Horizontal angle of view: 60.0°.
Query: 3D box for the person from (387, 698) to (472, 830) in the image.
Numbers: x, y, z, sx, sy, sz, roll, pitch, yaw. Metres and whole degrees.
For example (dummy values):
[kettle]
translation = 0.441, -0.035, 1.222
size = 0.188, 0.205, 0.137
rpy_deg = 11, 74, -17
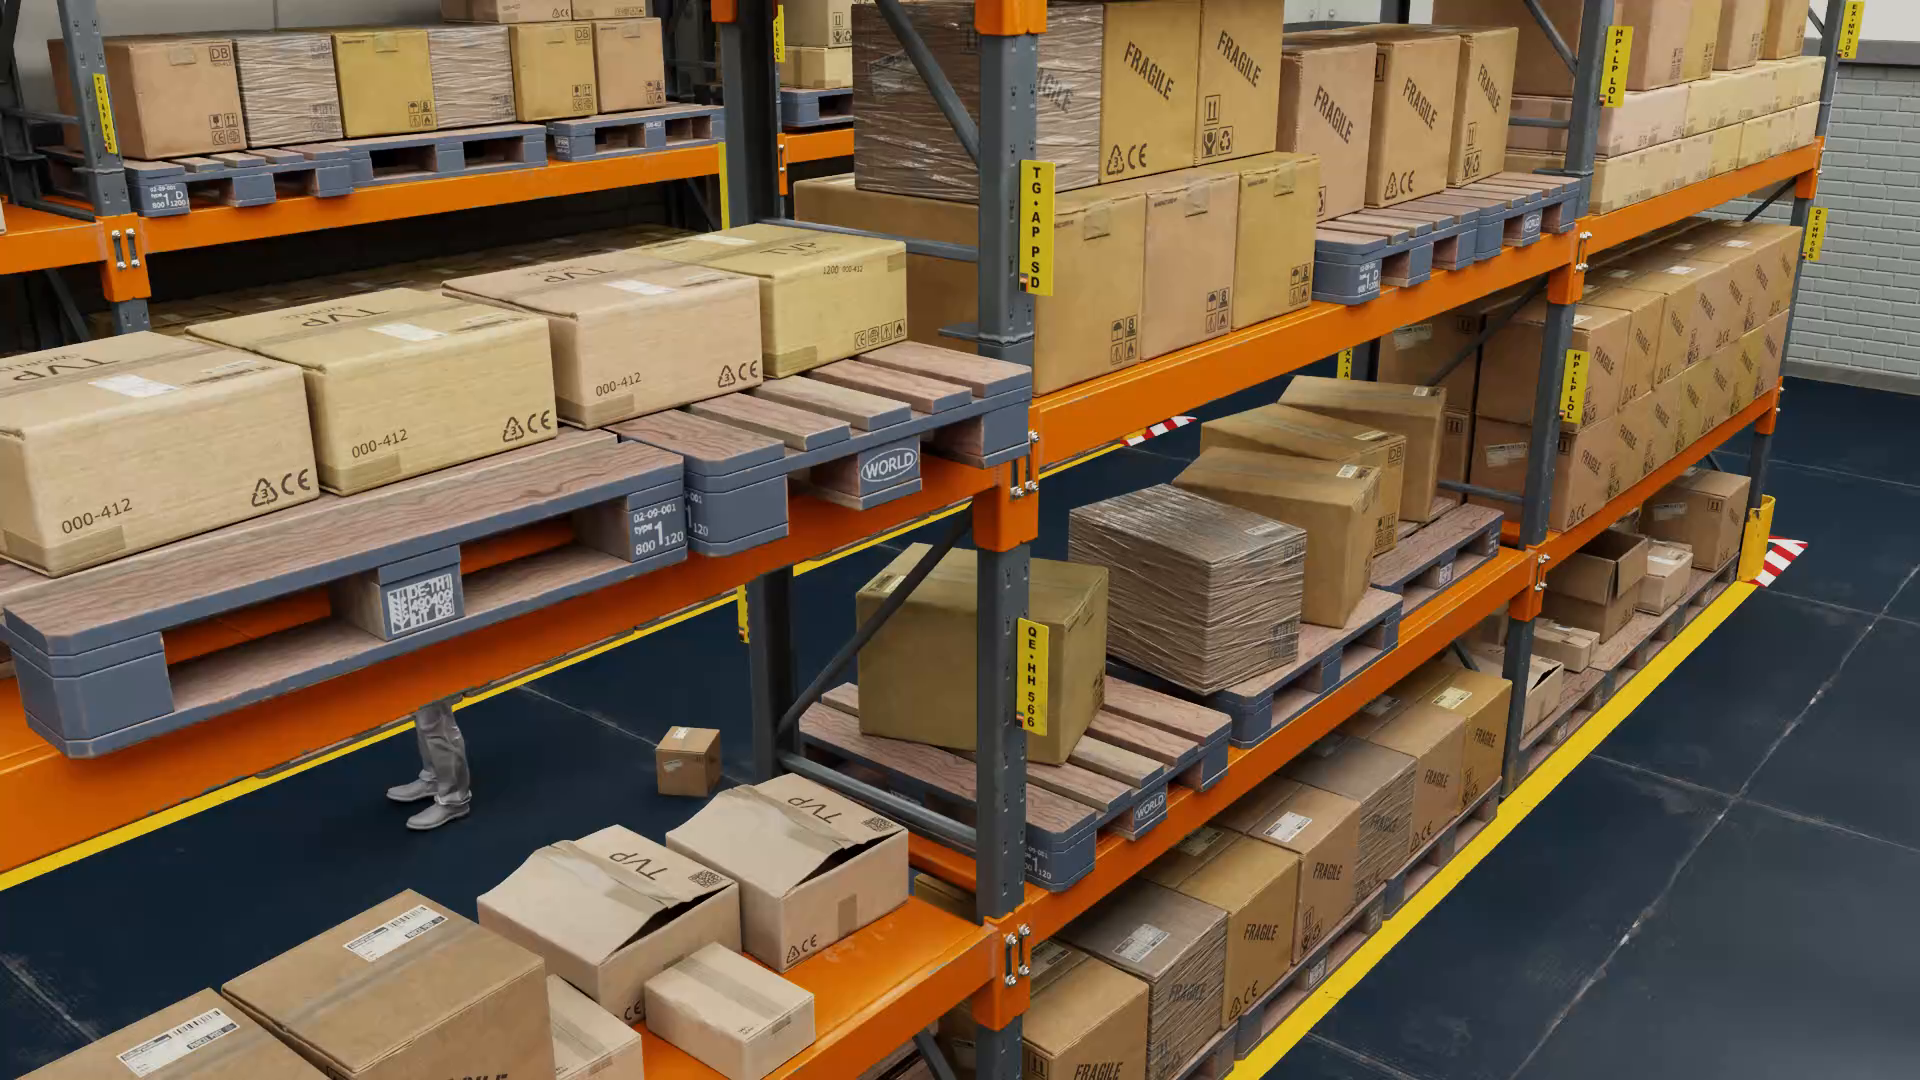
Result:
[person]
translation = -2.519, 0.474, 7.737
size = 0.386, 1.771, 0.554
rpy_deg = -12, 23, -29
